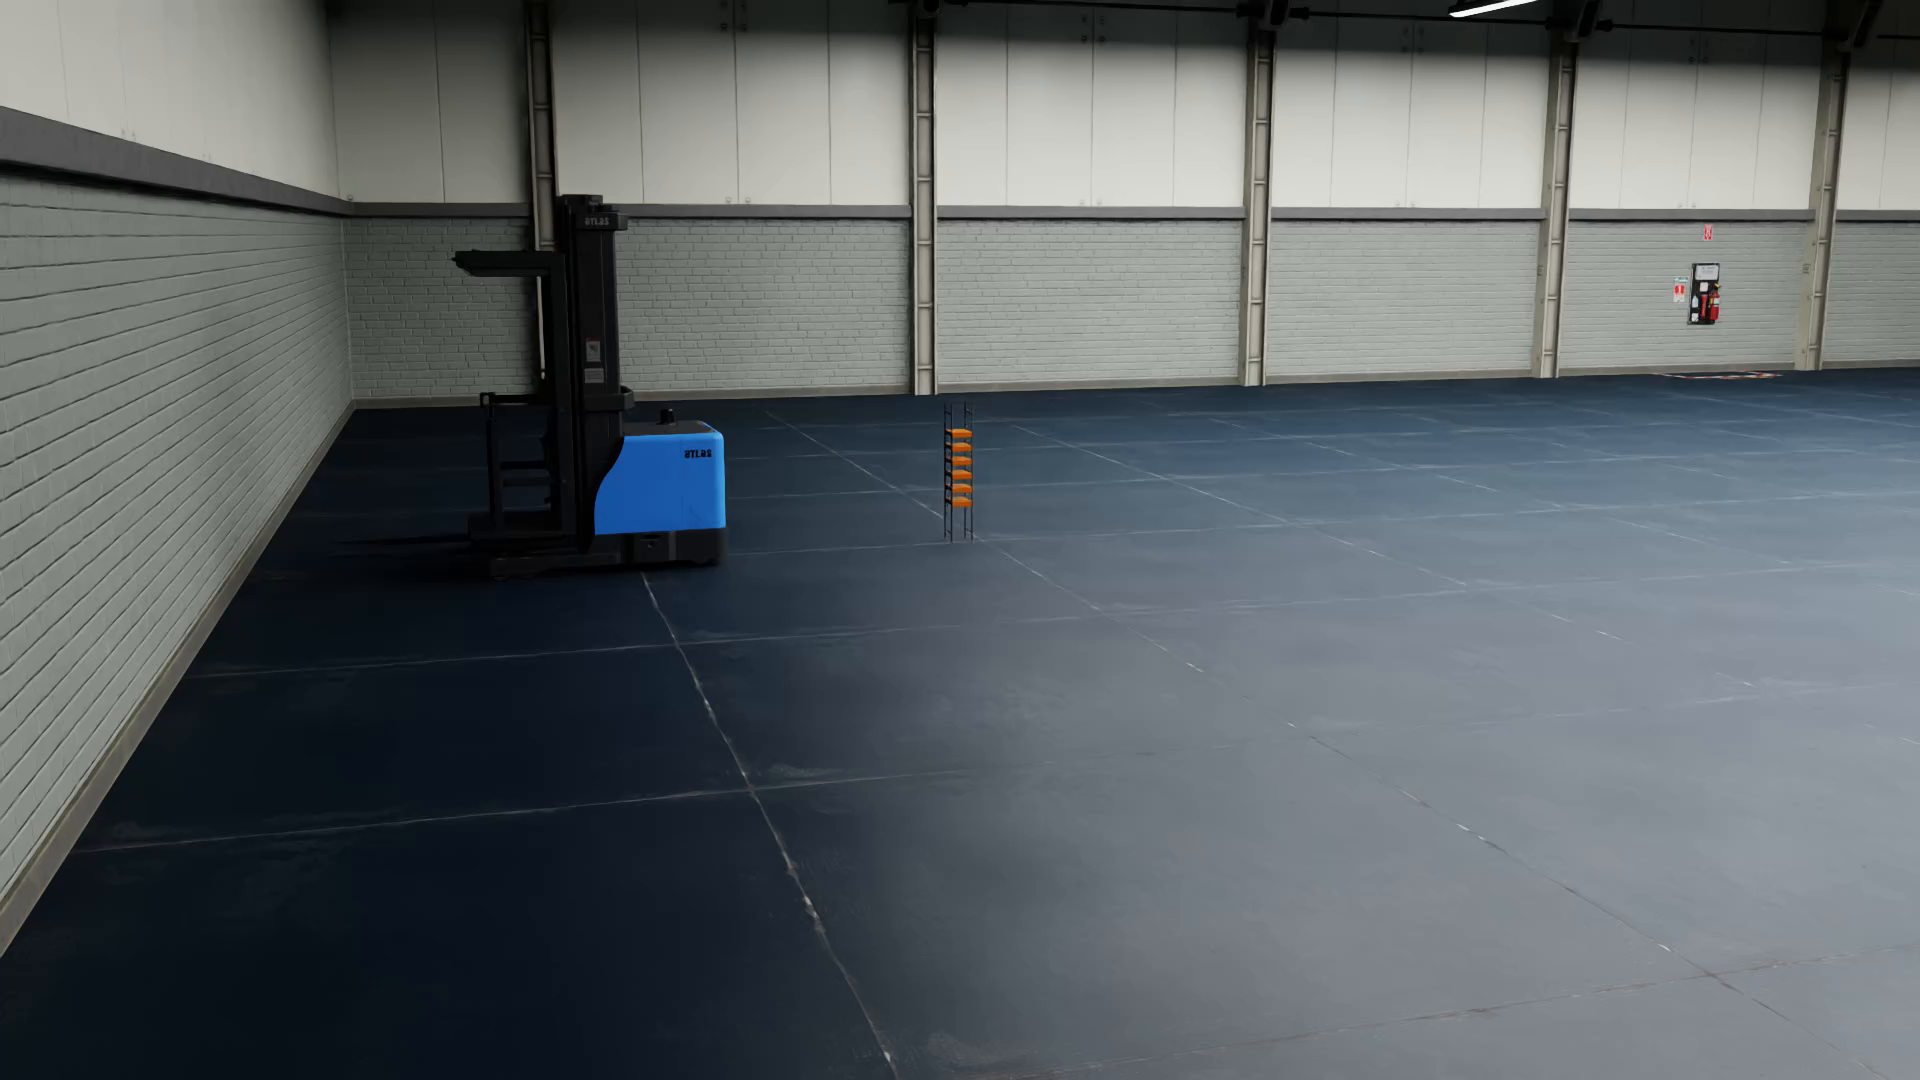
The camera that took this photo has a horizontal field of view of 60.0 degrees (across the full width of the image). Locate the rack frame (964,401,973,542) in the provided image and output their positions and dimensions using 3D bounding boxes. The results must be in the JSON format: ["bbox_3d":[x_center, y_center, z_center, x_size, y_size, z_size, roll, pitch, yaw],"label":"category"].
[{"bbox_3d":[0.074,-0.594,14.459,0.006,1.200,0.240,-3,11,-16],"label":"rack frame"}]

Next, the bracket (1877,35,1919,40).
[{"bbox_3d":[19.650,-9.632,32.070,4.783,0.066,0.076,-3,11,-16],"label":"bracket"}]

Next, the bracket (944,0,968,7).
[{"bbox_3d":[-0.106,-8.591,26.414,0.430,0.232,0.235,-3,11,-16],"label":"bracket"}]

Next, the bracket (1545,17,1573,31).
[{"bbox_3d":[10.619,-9.156,29.485,0.430,0.232,0.235,-3,11,-16],"label":"bracket"}]

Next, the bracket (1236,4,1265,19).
[{"bbox_3d":[4.858,-8.852,27.835,0.430,0.232,0.235,-3,11,-16],"label":"bracket"}]

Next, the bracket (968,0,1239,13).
[{"bbox_3d":[2.368,-8.721,27.123,4.783,0.066,0.076,-3,11,-16],"label":"bracket"}]

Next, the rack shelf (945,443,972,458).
[{"bbox_3d":[-0.014,-0.782,14.398,0.180,0.103,0.258,-3,11,-16],"label":"rack shelf"}]

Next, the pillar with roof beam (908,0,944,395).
[{"bbox_3d":[0.599,-6.113,22.896,0.548,9.000,9.100,-3,11,-16],"label":"pillar with roof beam"}]

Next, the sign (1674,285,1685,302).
[{"bbox_3d":[13.736,-4.711,31.751,0.234,0.329,0.001,-3,11,-16],"label":"sign"}]

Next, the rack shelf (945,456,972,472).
[{"bbox_3d":[-0.014,-0.664,14.420,0.180,0.103,0.258,-3,11,-16],"label":"rack shelf"}]

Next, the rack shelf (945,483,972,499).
[{"bbox_3d":[-0.014,-0.428,14.464,0.180,0.103,0.258,-3,11,-16],"label":"rack shelf"}]

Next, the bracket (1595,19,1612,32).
[{"bbox_3d":[11.416,-9.198,29.713,0.430,0.232,0.235,-3,11,-16],"label":"bracket"}]

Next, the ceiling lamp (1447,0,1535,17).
[{"bbox_3d":[7.479,-9.222,23.666,0.800,3.185,2.000,-3,11,-16],"label":"ceiling lamp"}]

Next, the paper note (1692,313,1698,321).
[{"bbox_3d":[14.106,-4.273,31.905,0.142,0.148,0.016,-3,11,-16],"label":"paper note"}]

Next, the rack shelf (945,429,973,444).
[{"bbox_3d":[-0.014,-0.900,14.377,0.180,0.103,0.258,-3,11,-16],"label":"rack shelf"}]

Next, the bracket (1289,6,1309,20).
[{"bbox_3d":[5.655,-8.894,28.064,0.430,0.232,0.235,-3,11,-16],"label":"bracket"}]

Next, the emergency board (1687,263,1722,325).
[{"bbox_3d":[14.295,-4.703,31.809,0.643,1.169,0.194,-3,11,-16],"label":"emergency board"}]

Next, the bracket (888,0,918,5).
[{"bbox_3d":[-0.903,-8.549,26.186,0.430,0.232,0.235,-3,11,-16],"label":"bracket"}]

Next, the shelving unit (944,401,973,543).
[{"bbox_3d":[-0.014,-0.589,14.434,0.189,1.200,0.258,-3,11,-16],"label":"shelving unit"}]

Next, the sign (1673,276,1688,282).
[{"bbox_3d":[13.743,-4.970,31.696,0.331,0.109,0.001,-3,11,-16],"label":"sign"}]

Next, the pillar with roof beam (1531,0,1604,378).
[{"bbox_3d":[12.121,-6.720,26.195,0.548,9.000,9.100,-3,11,-16],"label":"pillar with roof beam"}]

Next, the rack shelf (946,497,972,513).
[{"bbox_3d":[-0.014,-0.310,14.485,0.180,0.103,0.258,-3,11,-16],"label":"rack shelf"}]

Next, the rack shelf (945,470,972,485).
[{"bbox_3d":[-0.014,-0.546,14.442,0.180,0.103,0.258,-3,11,-16],"label":"rack shelf"}]

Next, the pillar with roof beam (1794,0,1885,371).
[{"bbox_3d":[17.882,-7.024,27.844,0.548,9.000,9.100,-3,11,-16],"label":"pillar with roof beam"}]

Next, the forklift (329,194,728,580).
[{"bbox_3d":[-3.455,-1.239,13.183,3.031,2.935,1.130,-3,11,-18],"label":"forklift"}]

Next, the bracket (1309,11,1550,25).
[{"bbox_3d":[8.129,-9.025,28.772,4.783,0.066,0.076,-3,11,-16],"label":"bracket"}]

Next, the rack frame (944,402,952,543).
[{"bbox_3d":[-0.102,-0.585,14.409,0.006,1.200,0.240,-3,11,-16],"label":"rack frame"}]

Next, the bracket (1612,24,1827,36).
[{"bbox_3d":[13.889,-9.328,30.421,4.783,0.066,0.076,-3,11,-16],"label":"bracket"}]

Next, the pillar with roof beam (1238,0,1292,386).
[{"bbox_3d":[6.360,-6.416,24.546,0.548,9.000,9.100,-3,11,-16],"label":"pillar with roof beam"}]

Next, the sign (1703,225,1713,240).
[{"bbox_3d":[14.260,-5.860,31.691,0.199,0.298,0.001,-3,11,-16],"label":"sign"}]

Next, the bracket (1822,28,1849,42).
[{"bbox_3d":[16.380,-9.460,31.134,0.430,0.232,0.235,-3,11,-16],"label":"bracket"}]

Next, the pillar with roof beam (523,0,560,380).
[{"bbox_3d":[-5.161,-5.809,21.247,0.548,9.000,9.100,-3,11,-16],"label":"pillar with roof beam"}]
